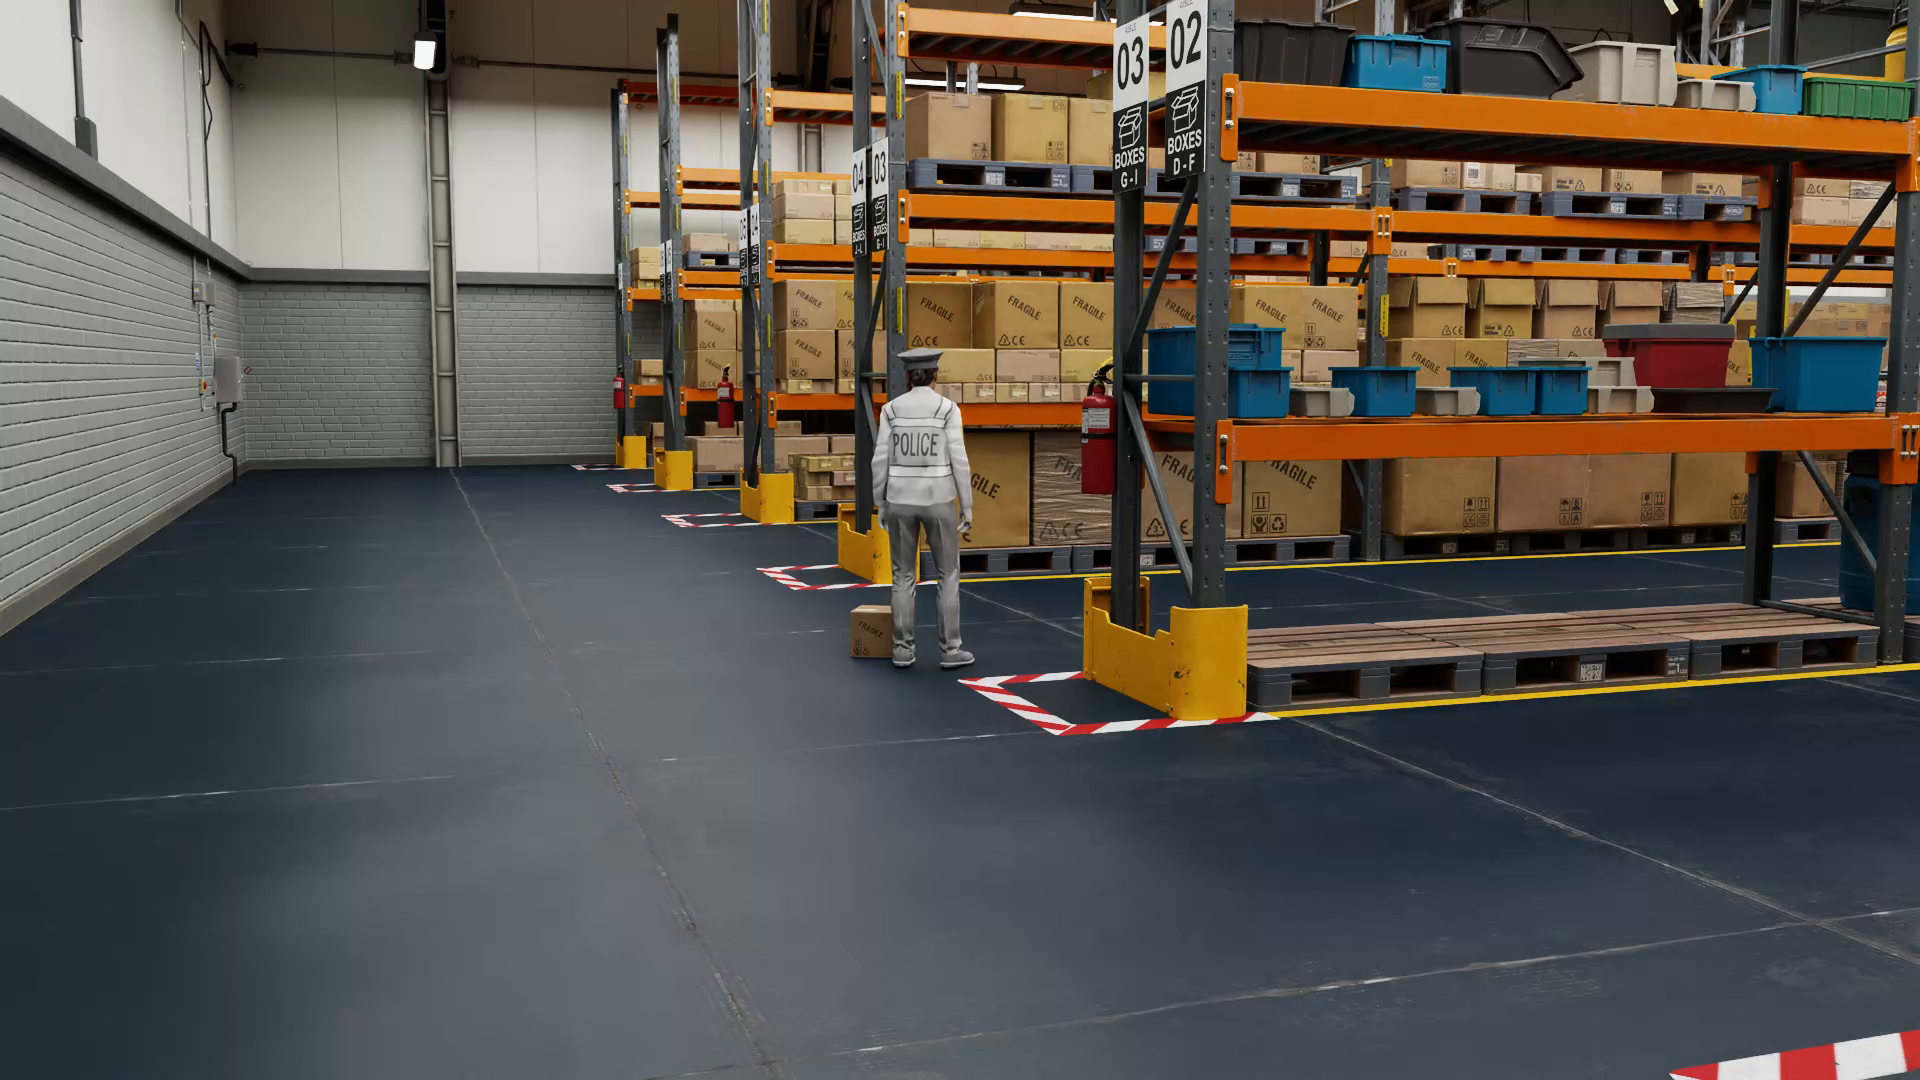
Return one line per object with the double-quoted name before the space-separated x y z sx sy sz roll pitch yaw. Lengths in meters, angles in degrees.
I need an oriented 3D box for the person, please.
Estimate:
"person" -0.195 -0.167 8.672 0.530 1.663 0.371 1 6 12
